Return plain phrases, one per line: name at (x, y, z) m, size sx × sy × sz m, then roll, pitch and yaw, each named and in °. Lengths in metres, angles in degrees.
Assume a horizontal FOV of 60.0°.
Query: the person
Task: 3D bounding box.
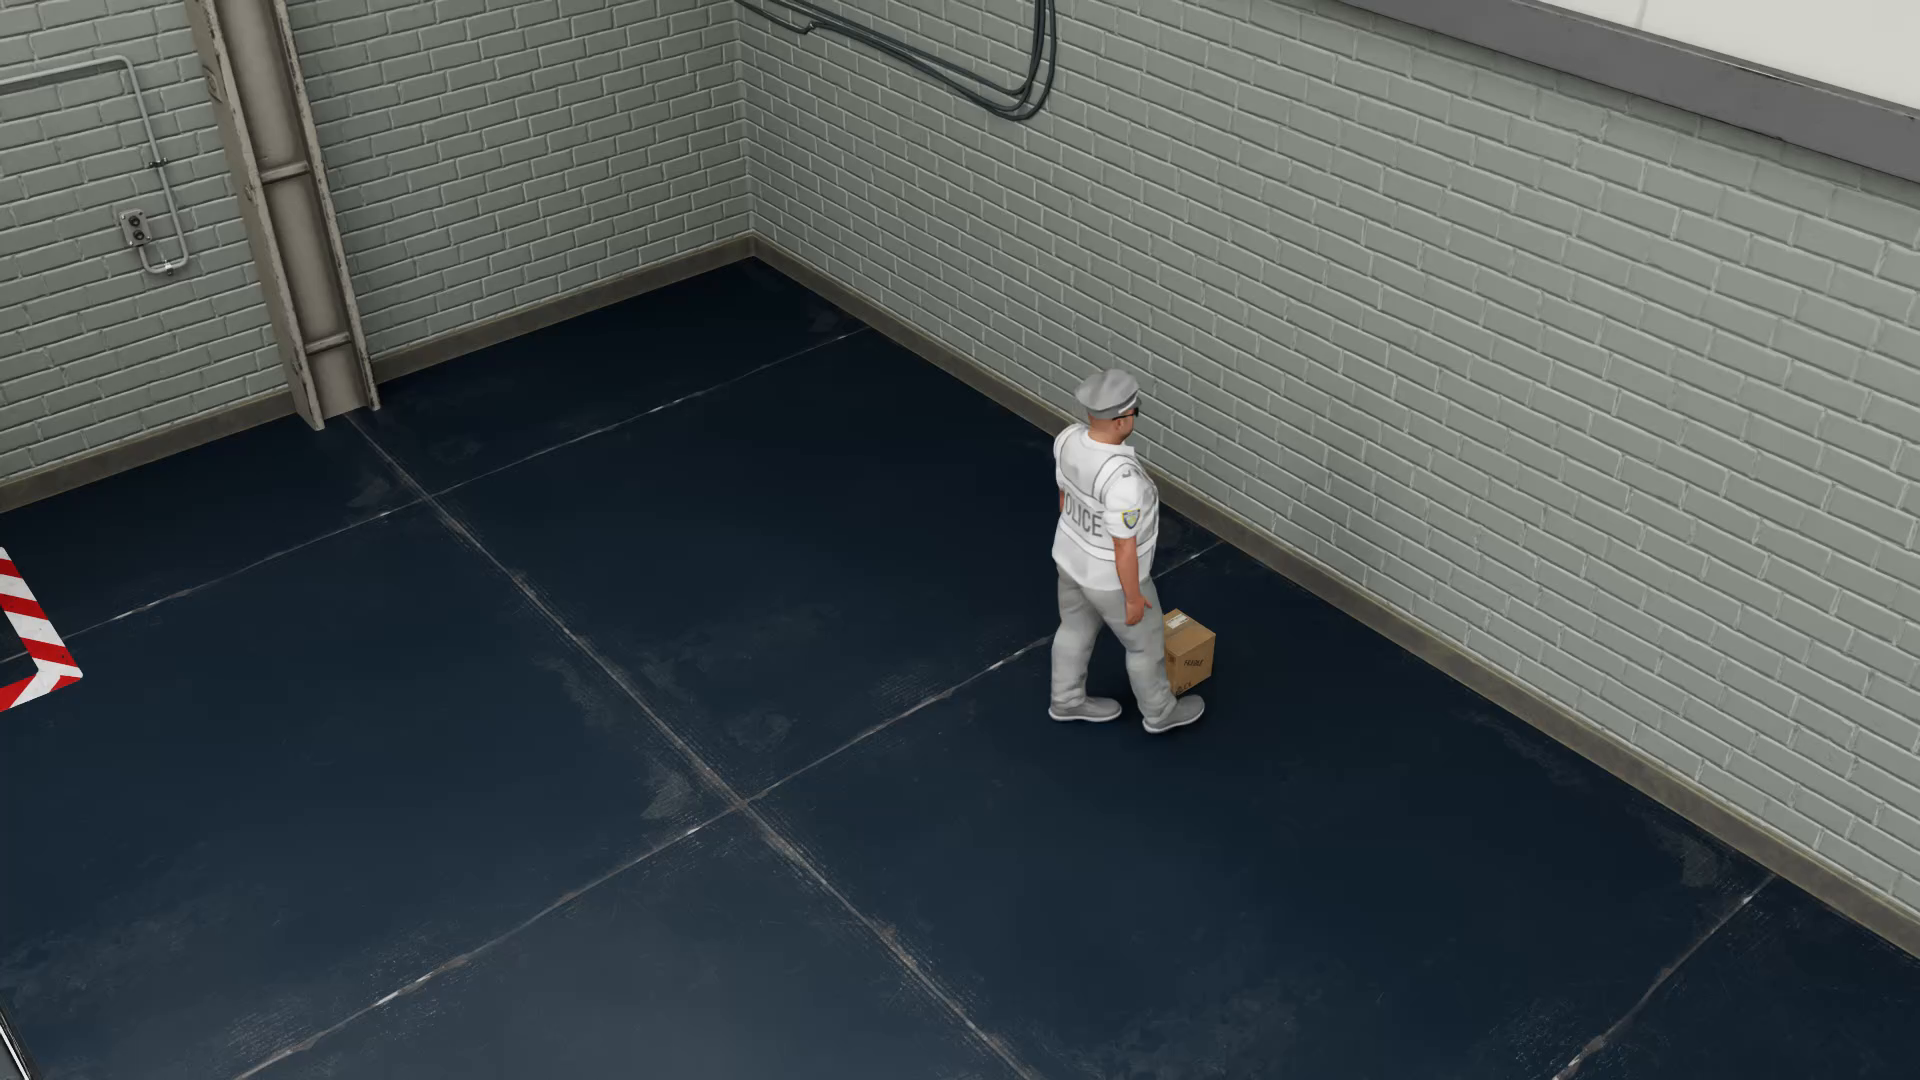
person at (0.722, 0.054, 6.977) m, size 0.655 × 1.759 × 0.544 m, roll -19°, pitch 40°, yaw -25°
